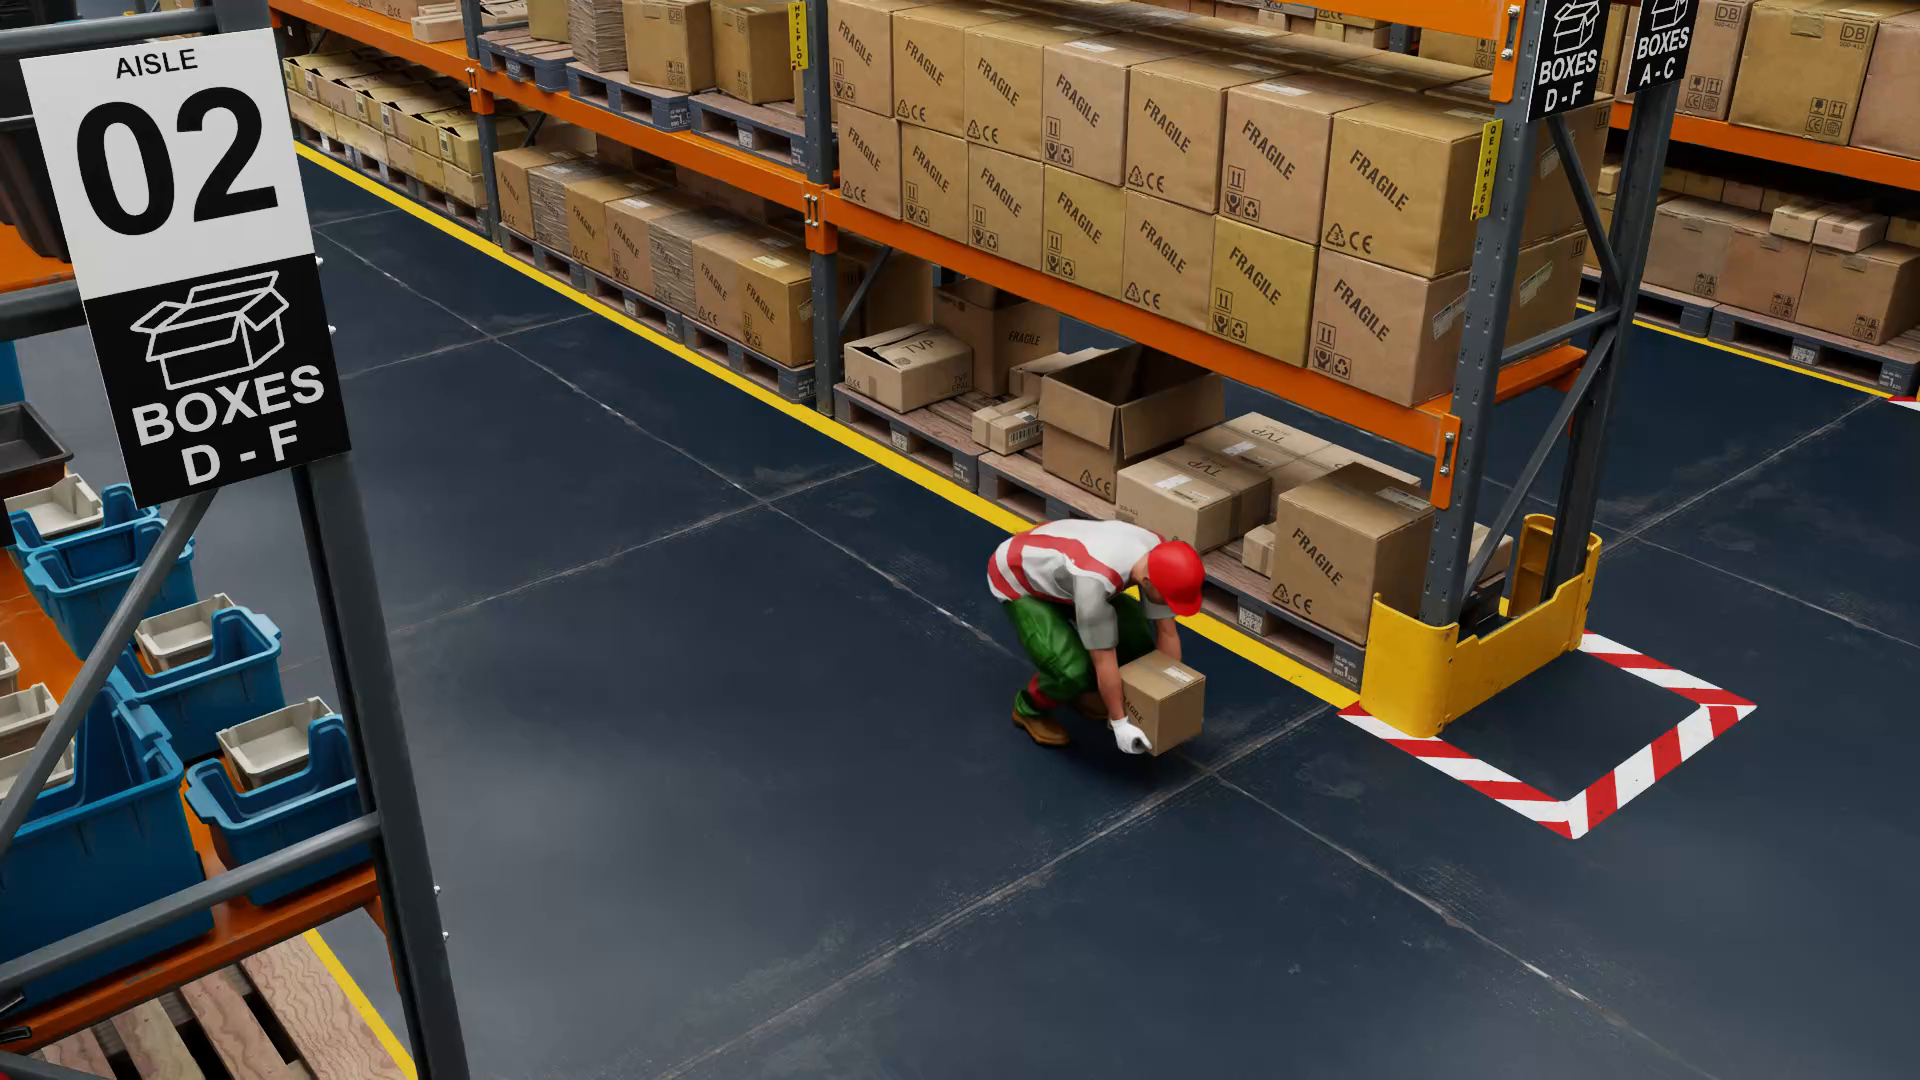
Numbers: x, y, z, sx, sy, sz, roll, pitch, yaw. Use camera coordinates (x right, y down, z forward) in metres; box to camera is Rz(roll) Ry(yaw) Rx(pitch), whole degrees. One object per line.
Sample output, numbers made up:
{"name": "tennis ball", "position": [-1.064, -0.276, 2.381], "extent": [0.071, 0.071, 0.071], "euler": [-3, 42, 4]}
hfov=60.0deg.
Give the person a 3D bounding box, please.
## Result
{"name": "person", "position": [0.515, 0.335, 6.328], "extent": [0.530, 0.984, 0.923], "euler": [-23, 36, -36]}
